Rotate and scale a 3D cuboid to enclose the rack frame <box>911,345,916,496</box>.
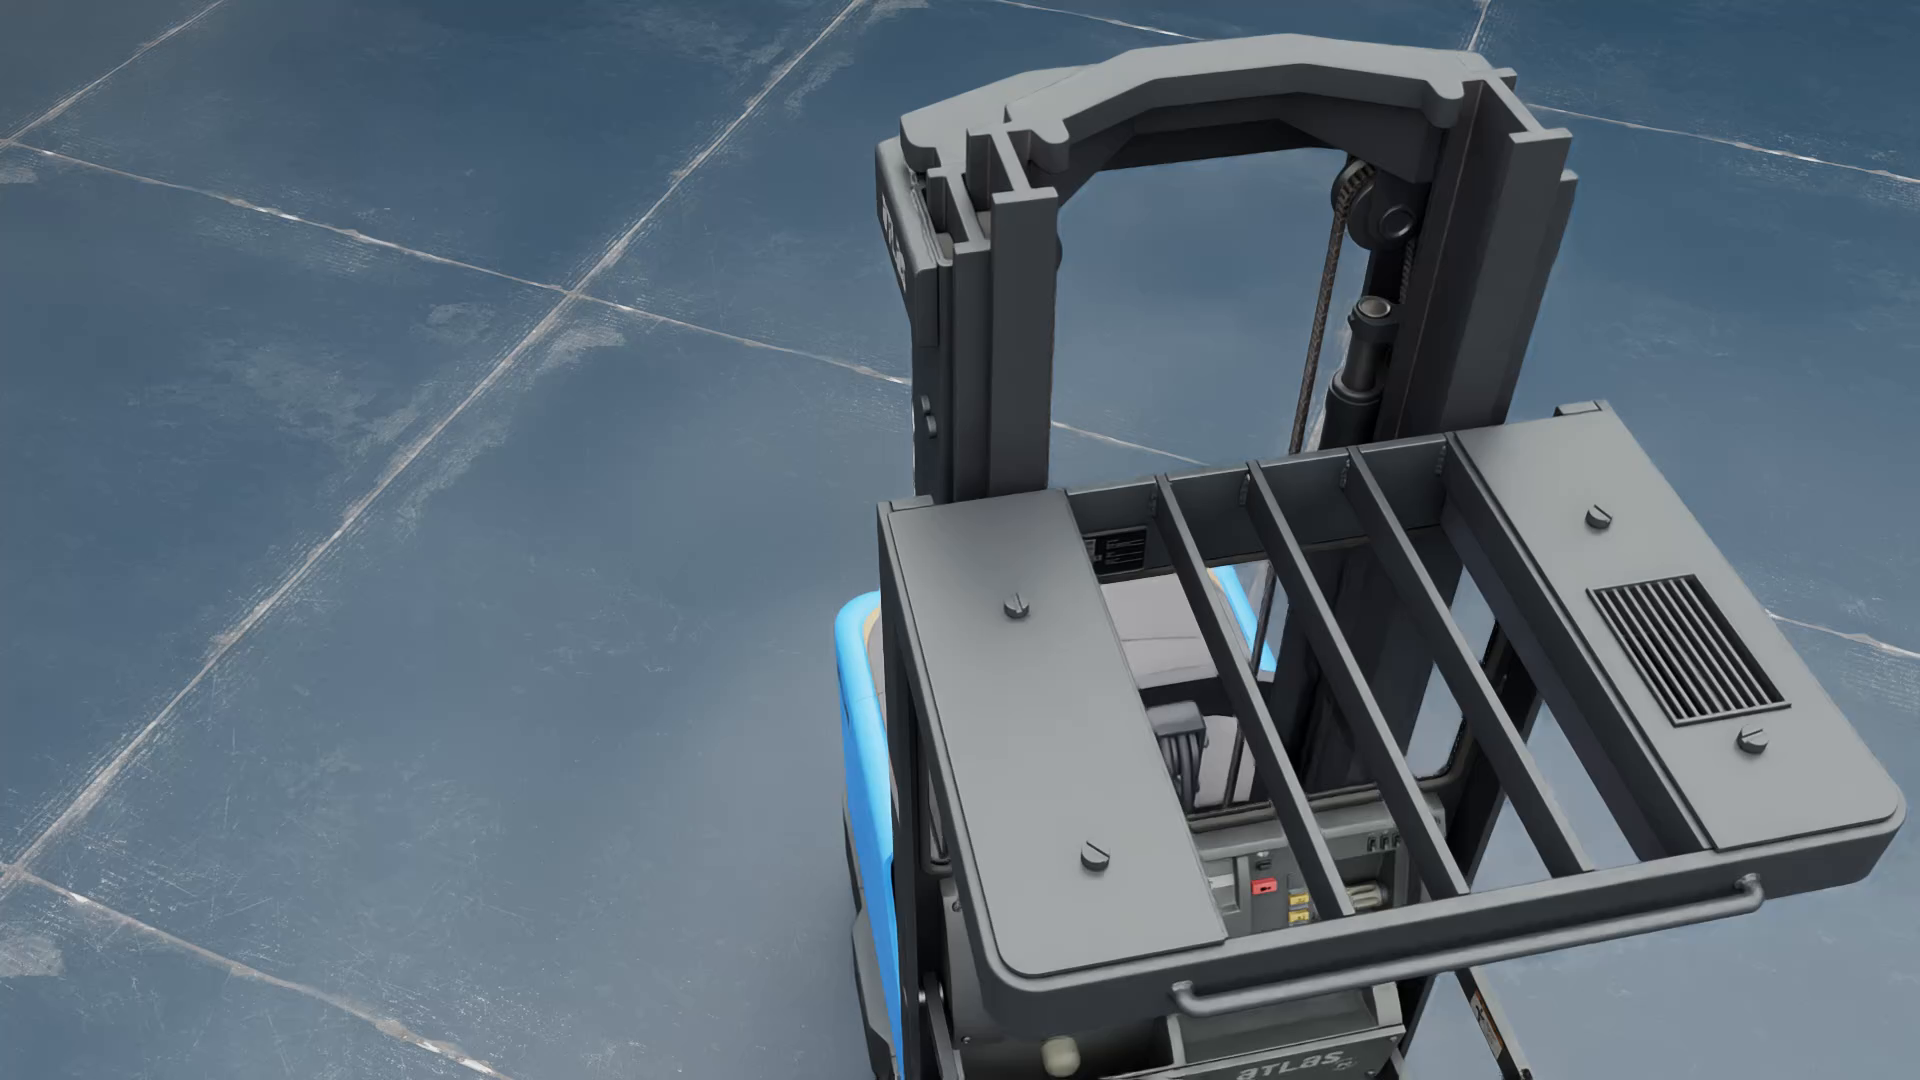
[{"bbox_3d":[-0.101,-0.349,5.463,0.006,0.900,0.240,16,47,16],"label":"rack frame"}]

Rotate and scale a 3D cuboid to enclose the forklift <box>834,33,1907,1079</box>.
[{"bbox_3d":[0.477,0.810,2.858,1.130,2.935,3.031,-8,45,-8],"label":"forklift"}]

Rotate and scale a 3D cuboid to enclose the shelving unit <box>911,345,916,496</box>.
[{"bbox_3d":[-0.007,-0.321,5.435,0.210,0.900,0.258,16,47,16],"label":"shelving unit"}]
